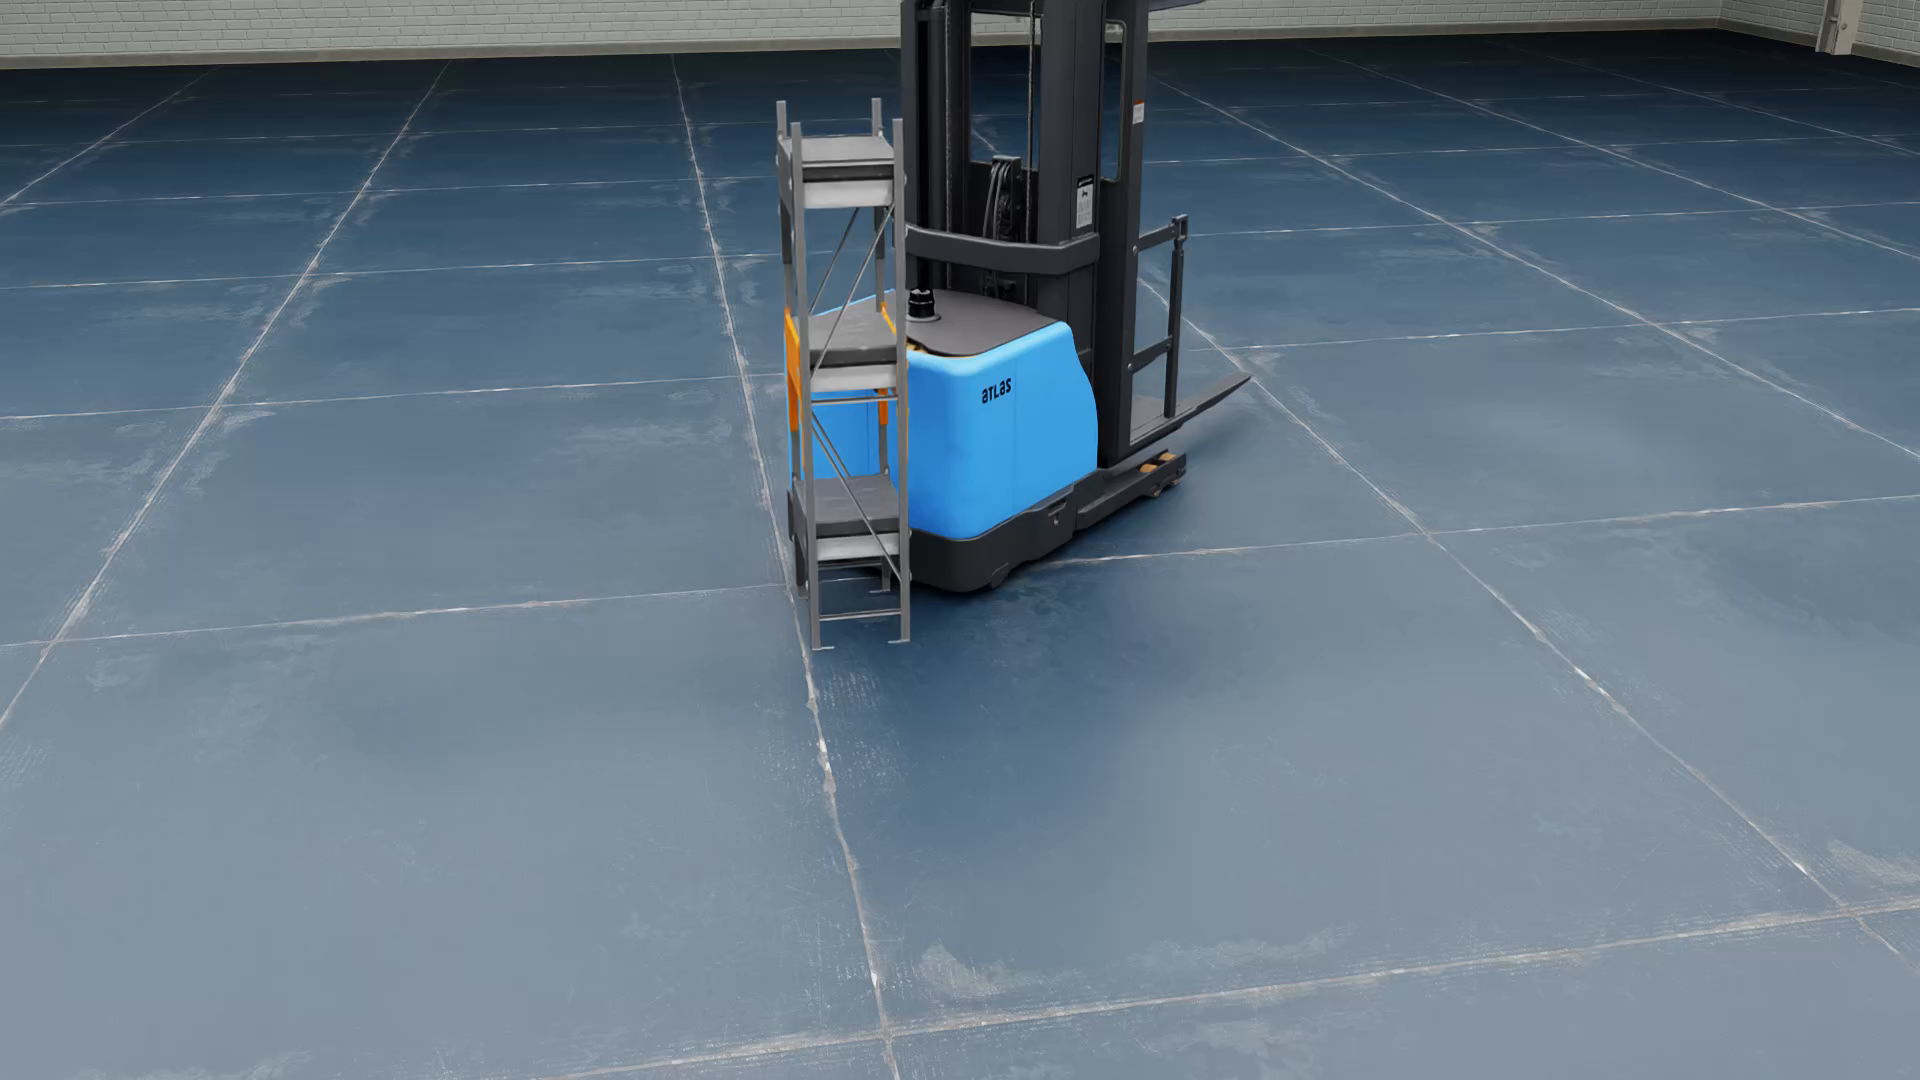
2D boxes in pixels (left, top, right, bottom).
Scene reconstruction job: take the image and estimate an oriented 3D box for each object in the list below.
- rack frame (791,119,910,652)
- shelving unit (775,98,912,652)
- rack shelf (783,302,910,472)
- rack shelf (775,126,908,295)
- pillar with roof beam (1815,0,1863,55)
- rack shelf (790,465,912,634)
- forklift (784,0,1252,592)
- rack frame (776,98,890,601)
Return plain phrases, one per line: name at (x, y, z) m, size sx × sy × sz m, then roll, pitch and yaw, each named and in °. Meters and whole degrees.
rack frame at (-0.402, -0.528, 6.335) m, size 0.400 × 2.100 × 0.015 m, roll -5°, pitch 24°, yaw -11°
shelving unit at (-0.451, -0.624, 6.554) m, size 0.431 × 2.100 × 0.503 m, roll -5°, pitch 24°, yaw -11°
rack shelf at (-0.451, -0.611, 6.560) m, size 0.431 × 0.518 × 0.480 m, roll -5°, pitch 24°, yaw -11°
rack shelf at (-0.451, -1.253, 6.280) m, size 0.431 × 0.518 × 0.480 m, roll -5°, pitch 24°, yaw -11°
pillar with roof beam at (8.145, -10.710, 21.029) m, size 9.100 × 9.000 × 0.400 m, roll -4°, pitch 24°, yaw -10°
rack shelf at (-0.451, 0.030, 6.840) m, size 0.431 × 0.518 × 0.480 m, roll -5°, pitch 24°, yaw -11°
forklift at (0.484, -1.654, 7.875) m, size 1.130 × 2.935 × 3.031 m, roll 16°, pitch 28°, yaw 32°
rack frame at (-0.501, -0.719, 6.773) m, size 0.400 × 2.100 × 0.015 m, roll -5°, pitch 24°, yaw -11°
